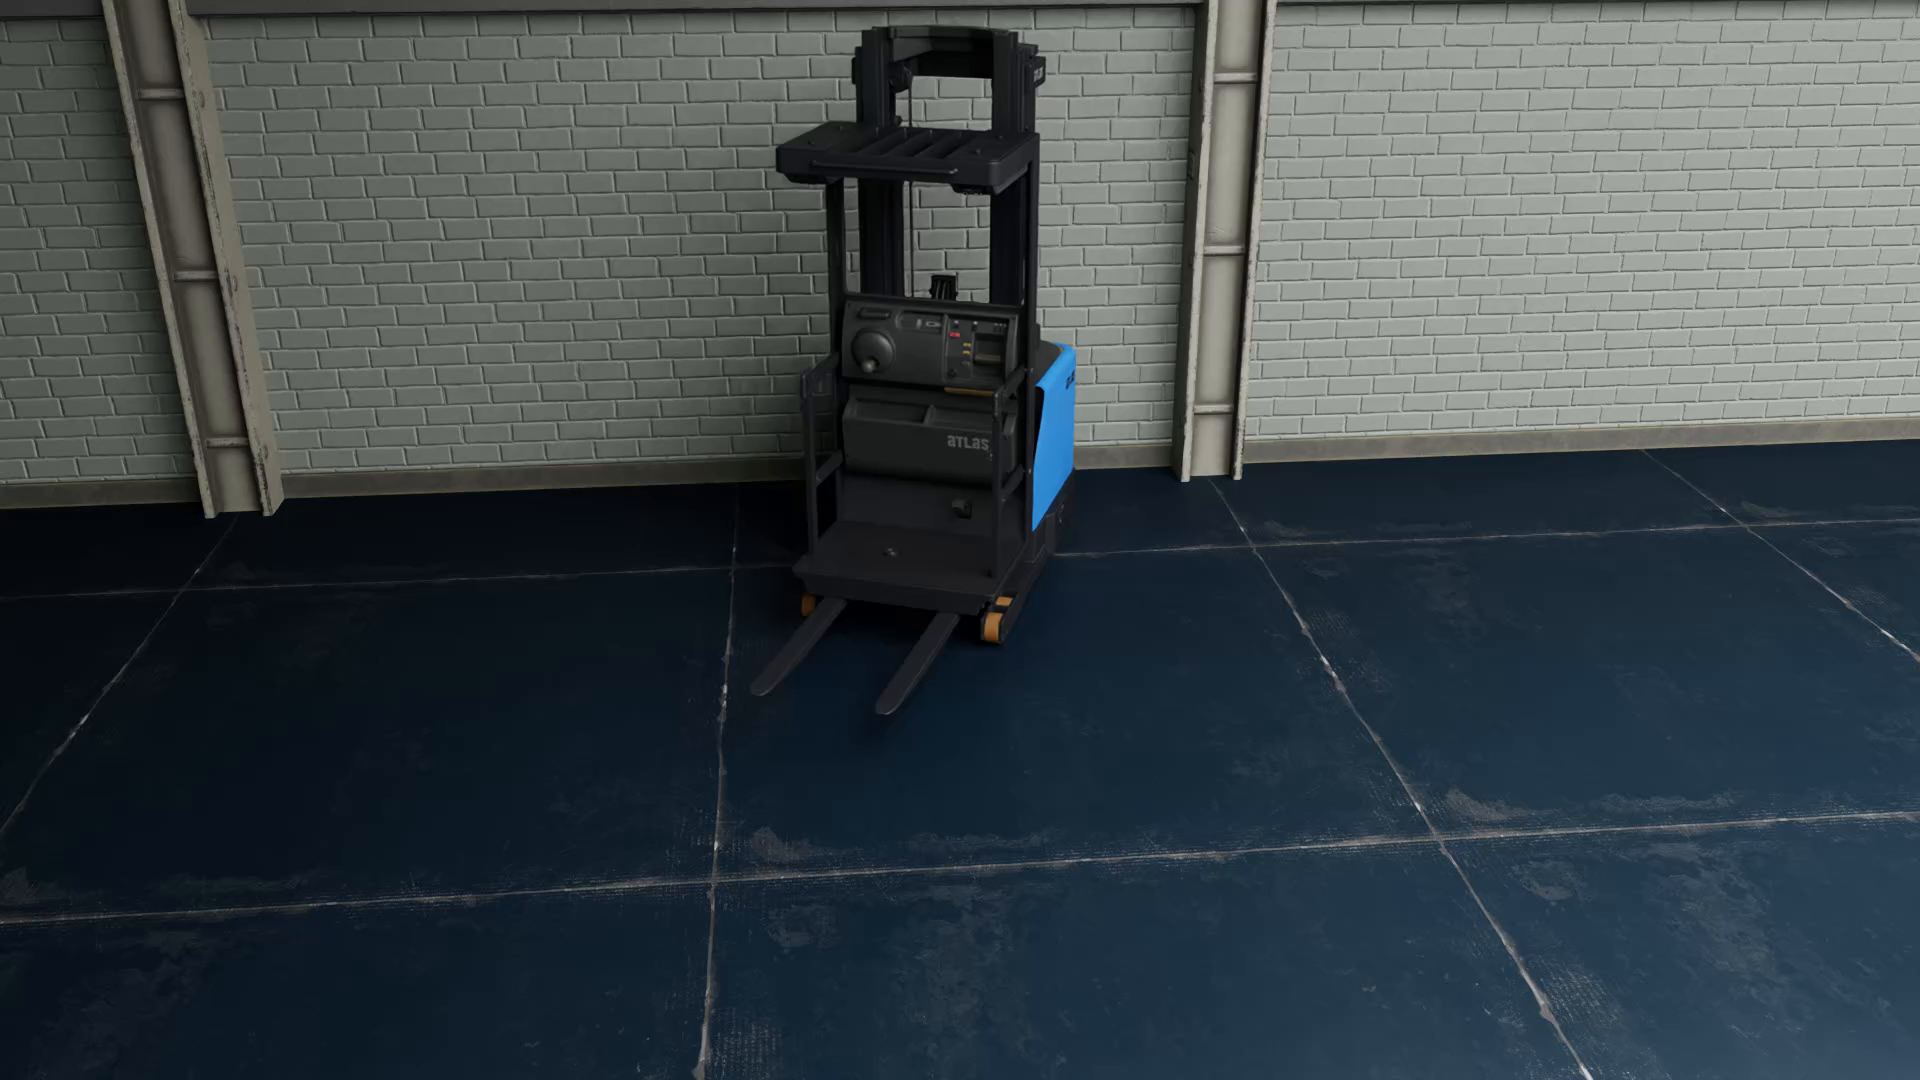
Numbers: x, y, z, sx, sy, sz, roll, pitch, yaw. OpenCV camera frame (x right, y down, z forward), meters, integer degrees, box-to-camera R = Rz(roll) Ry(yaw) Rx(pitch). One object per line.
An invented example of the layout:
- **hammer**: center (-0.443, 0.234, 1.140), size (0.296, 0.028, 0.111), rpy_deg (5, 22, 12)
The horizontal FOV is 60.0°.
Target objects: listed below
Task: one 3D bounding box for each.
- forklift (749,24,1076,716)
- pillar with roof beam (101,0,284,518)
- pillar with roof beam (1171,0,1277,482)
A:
- **forklift**: center (-0.217, -0.982, 8.351), size (1.130, 2.935, 3.031), rpy_deg (7, 25, 15)
- **pillar with roof beam**: center (-3.960, -2.574, 4.462), size (0.400, 9.000, 9.100), rpy_deg (-2, 24, -5)
- **pillar with roof beam**: center (2.011, -2.813, 5.001), size (0.400, 9.000, 9.100), rpy_deg (-2, 24, -5)
